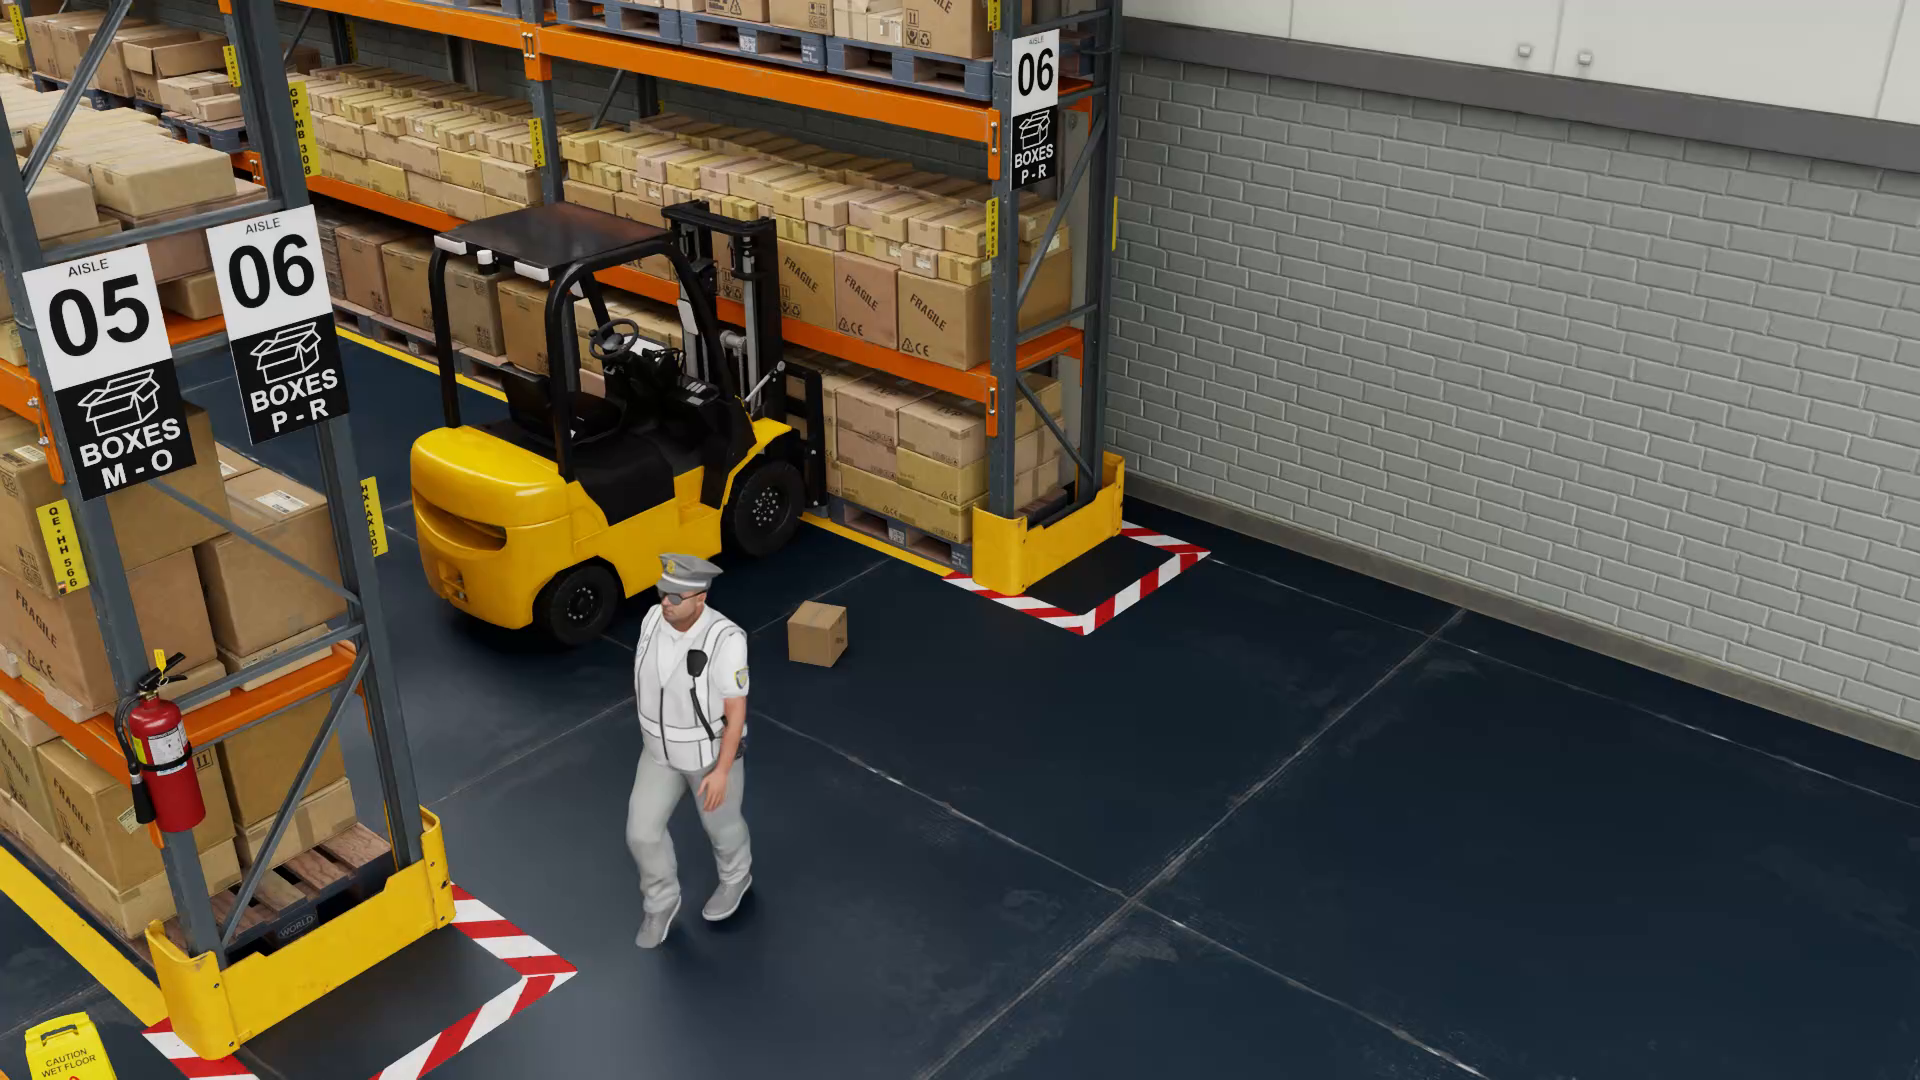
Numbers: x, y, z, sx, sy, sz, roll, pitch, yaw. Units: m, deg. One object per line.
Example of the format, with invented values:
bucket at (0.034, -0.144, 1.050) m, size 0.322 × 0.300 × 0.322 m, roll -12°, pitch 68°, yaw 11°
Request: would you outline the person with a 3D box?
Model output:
person at (-1.113, 0.902, 6.885) m, size 0.530 × 1.858 × 0.579 m, roll 12°, pitch 29°, yaw 21°
